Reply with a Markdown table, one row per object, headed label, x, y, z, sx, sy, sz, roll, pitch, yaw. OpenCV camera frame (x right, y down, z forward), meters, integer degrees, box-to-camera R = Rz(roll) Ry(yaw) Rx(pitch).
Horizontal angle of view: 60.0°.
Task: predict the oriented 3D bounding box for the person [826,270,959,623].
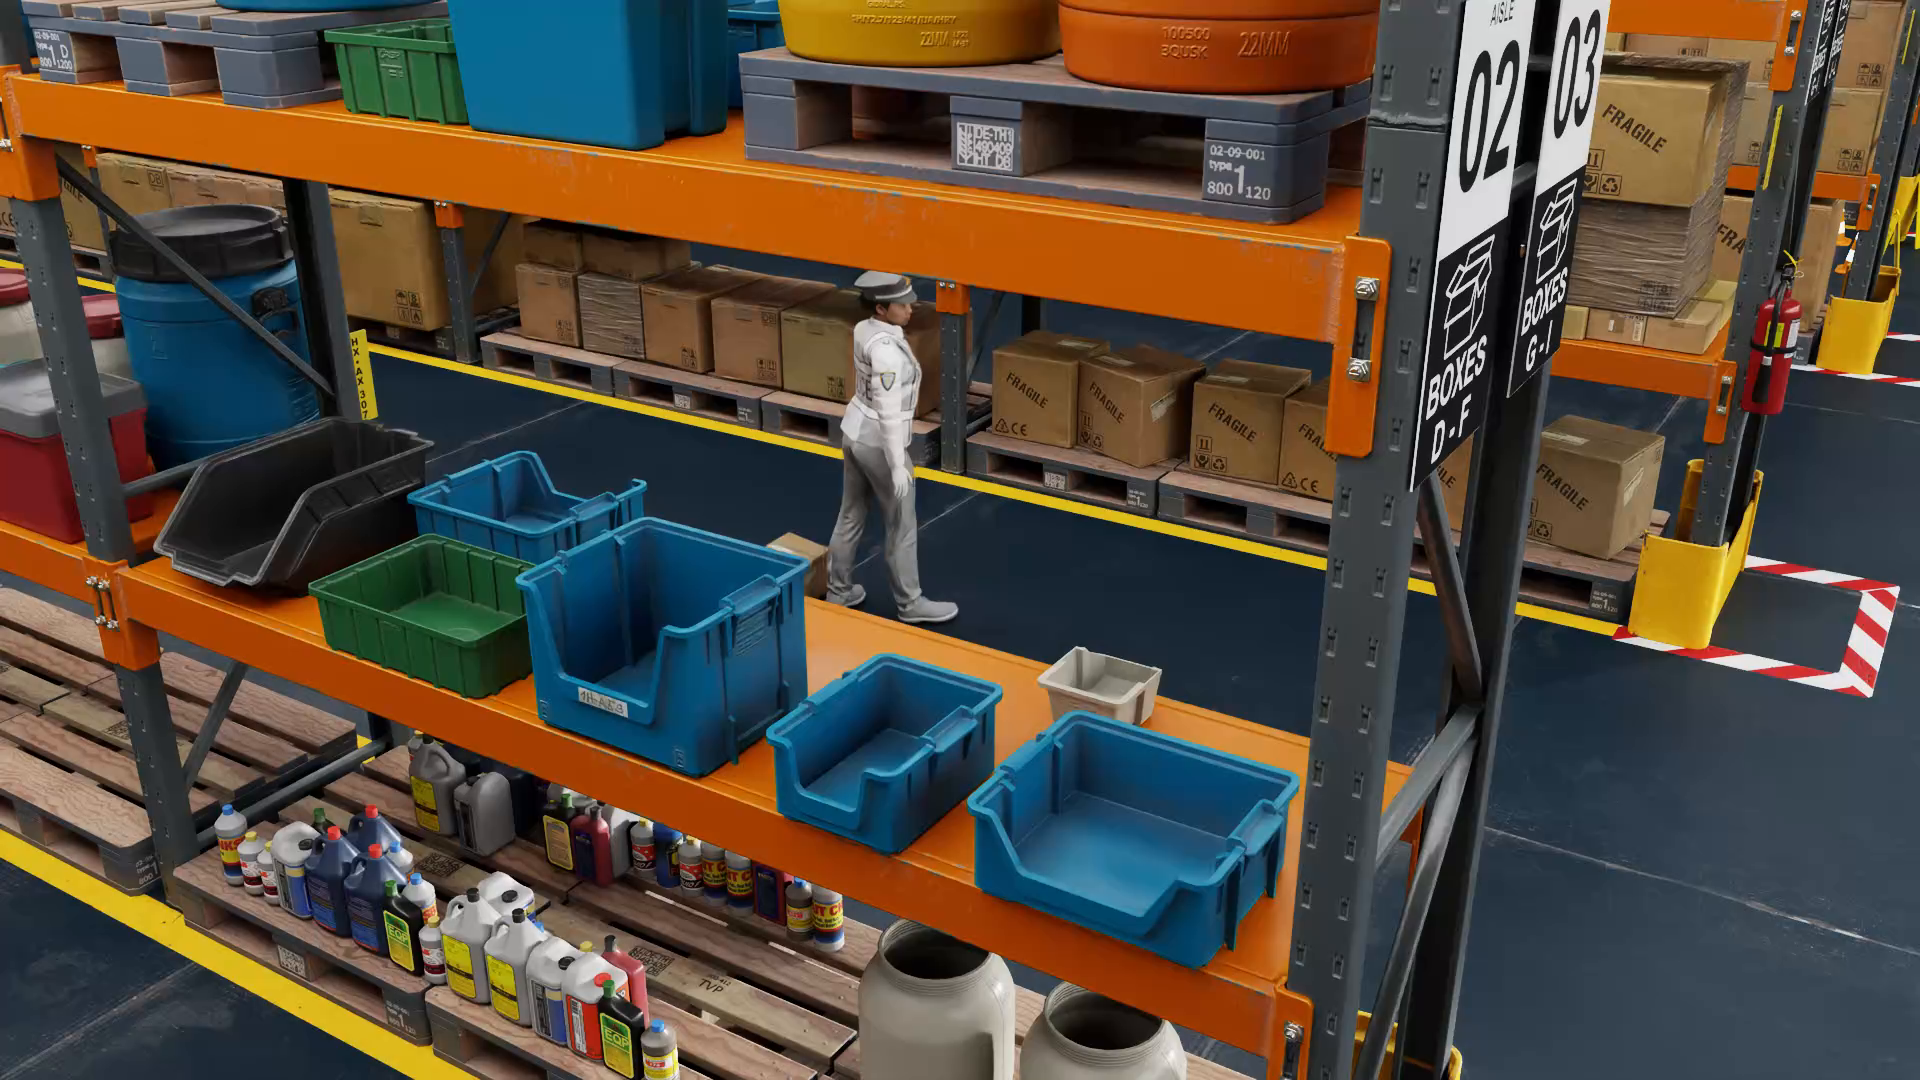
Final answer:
| label | x | y | z | sx | sy | sz | roll | pitch | yaw |
| --- | --- | --- | --- | --- | --- | --- | --- | --- | --- |
| person | -0.329 | -0.419 | 7.517 | 0.582 | 1.656 | 0.529 | -9 | 25 | -20 |
